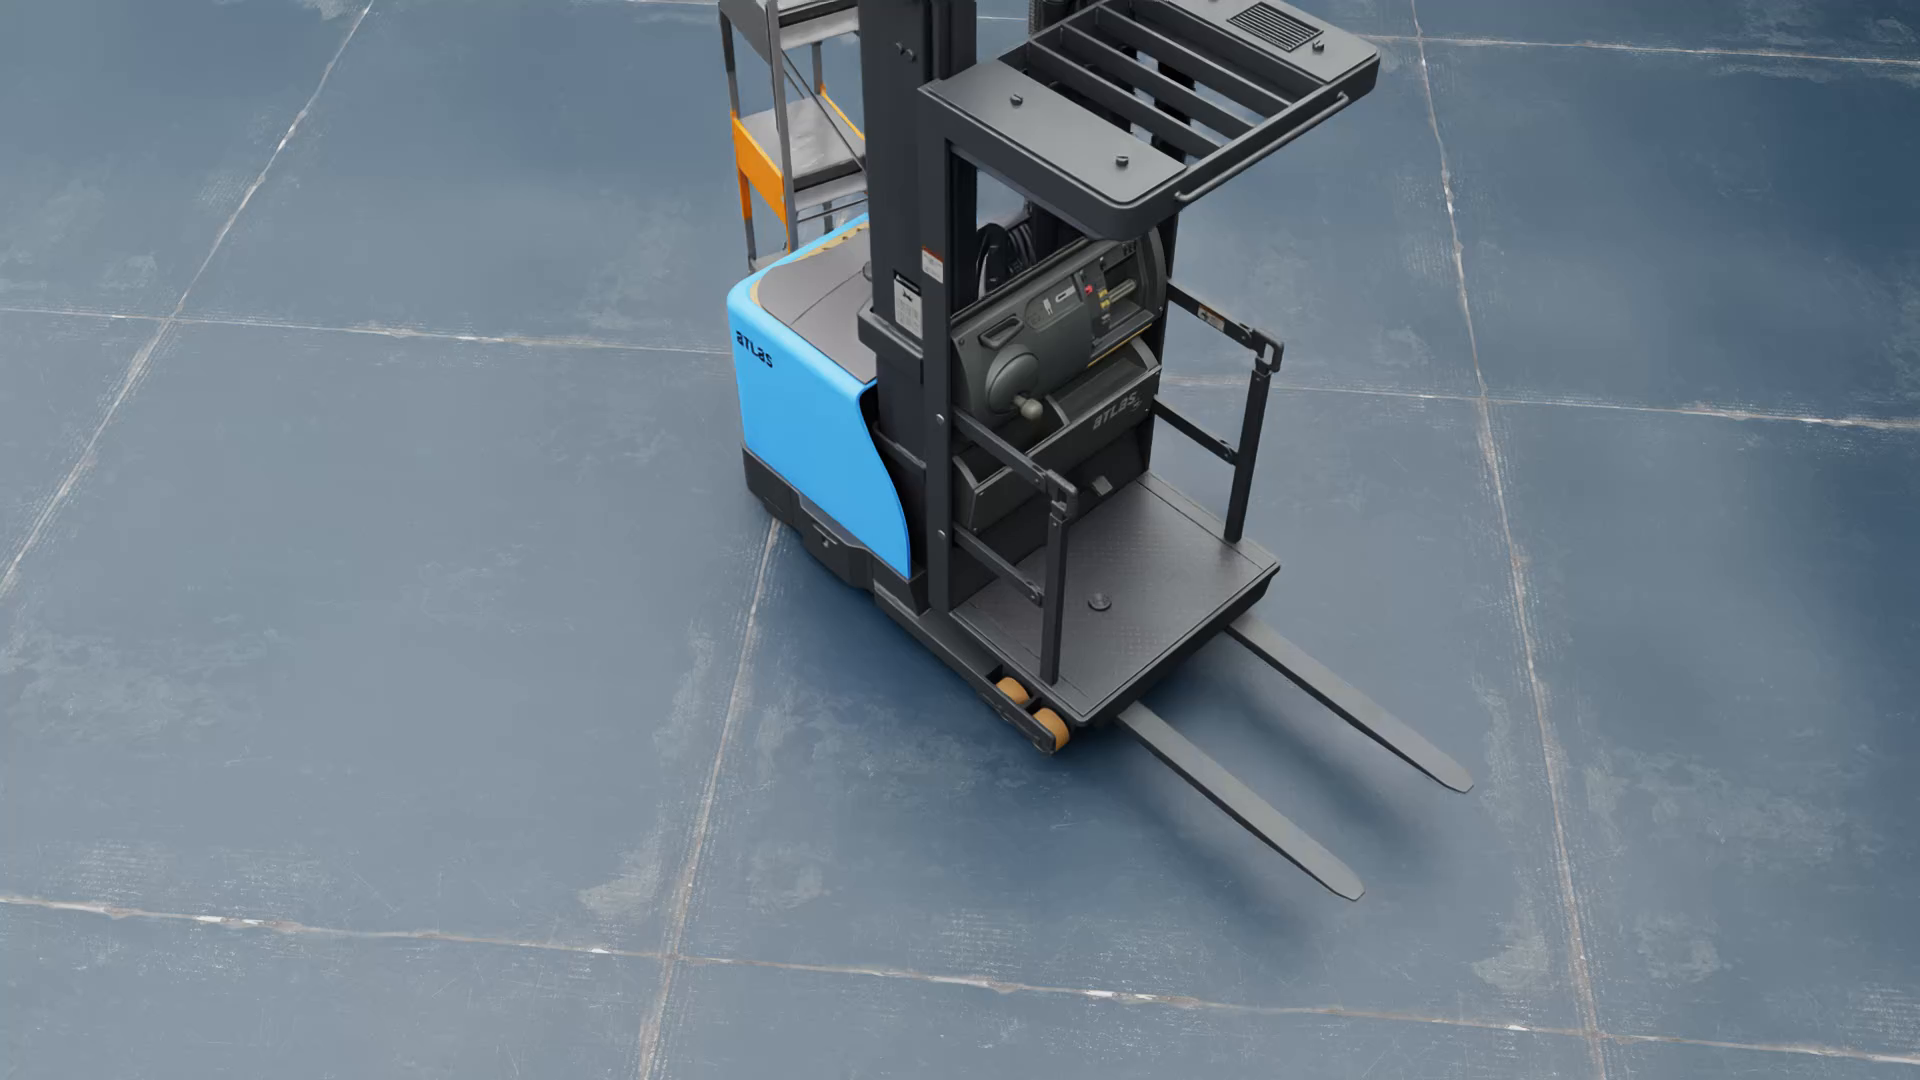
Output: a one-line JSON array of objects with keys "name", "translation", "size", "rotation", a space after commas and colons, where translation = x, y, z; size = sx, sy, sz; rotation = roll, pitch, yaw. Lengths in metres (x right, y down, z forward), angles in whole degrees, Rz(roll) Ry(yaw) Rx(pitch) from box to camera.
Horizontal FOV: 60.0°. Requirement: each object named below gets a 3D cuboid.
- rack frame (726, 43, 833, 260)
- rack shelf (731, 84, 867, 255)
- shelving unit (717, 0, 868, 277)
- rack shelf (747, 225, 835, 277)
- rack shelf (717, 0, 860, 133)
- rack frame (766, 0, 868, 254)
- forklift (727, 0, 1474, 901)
[{"name": "rack frame", "translation": [-0.729, -1.604, 6.820], "size": [0.400, 2.100, 0.015], "rotation": [-22, 51, -19]}, {"name": "rack shelf", "translation": [-0.611, -1.437, 6.686], "size": [0.431, 0.518, 0.480], "rotation": [-22, 51, -19]}, {"name": "shelving unit", "translation": [-0.611, -1.446, 6.676], "size": [0.431, 2.100, 0.503], "rotation": [-22, 51, -19]}, {"name": "rack shelf", "translation": [-0.611, -0.965, 7.203], "size": [0.431, 0.518, 0.480], "rotation": [-22, 51, -19]}, {"name": "rack shelf", "translation": [-0.611, -1.910, 6.169], "size": [0.431, 0.518, 0.480], "rotation": [-22, 51, -19]}, {"name": "rack frame", "translation": [-0.493, -1.289, 6.532], "size": [0.400, 2.100, 0.015], "rotation": [-22, 51, -19]}, {"name": "forklift", "translation": [0.489, -0.647, 5.381], "size": [1.130, 2.935, 3.031], "rotation": [-35, 56, -28]}]
